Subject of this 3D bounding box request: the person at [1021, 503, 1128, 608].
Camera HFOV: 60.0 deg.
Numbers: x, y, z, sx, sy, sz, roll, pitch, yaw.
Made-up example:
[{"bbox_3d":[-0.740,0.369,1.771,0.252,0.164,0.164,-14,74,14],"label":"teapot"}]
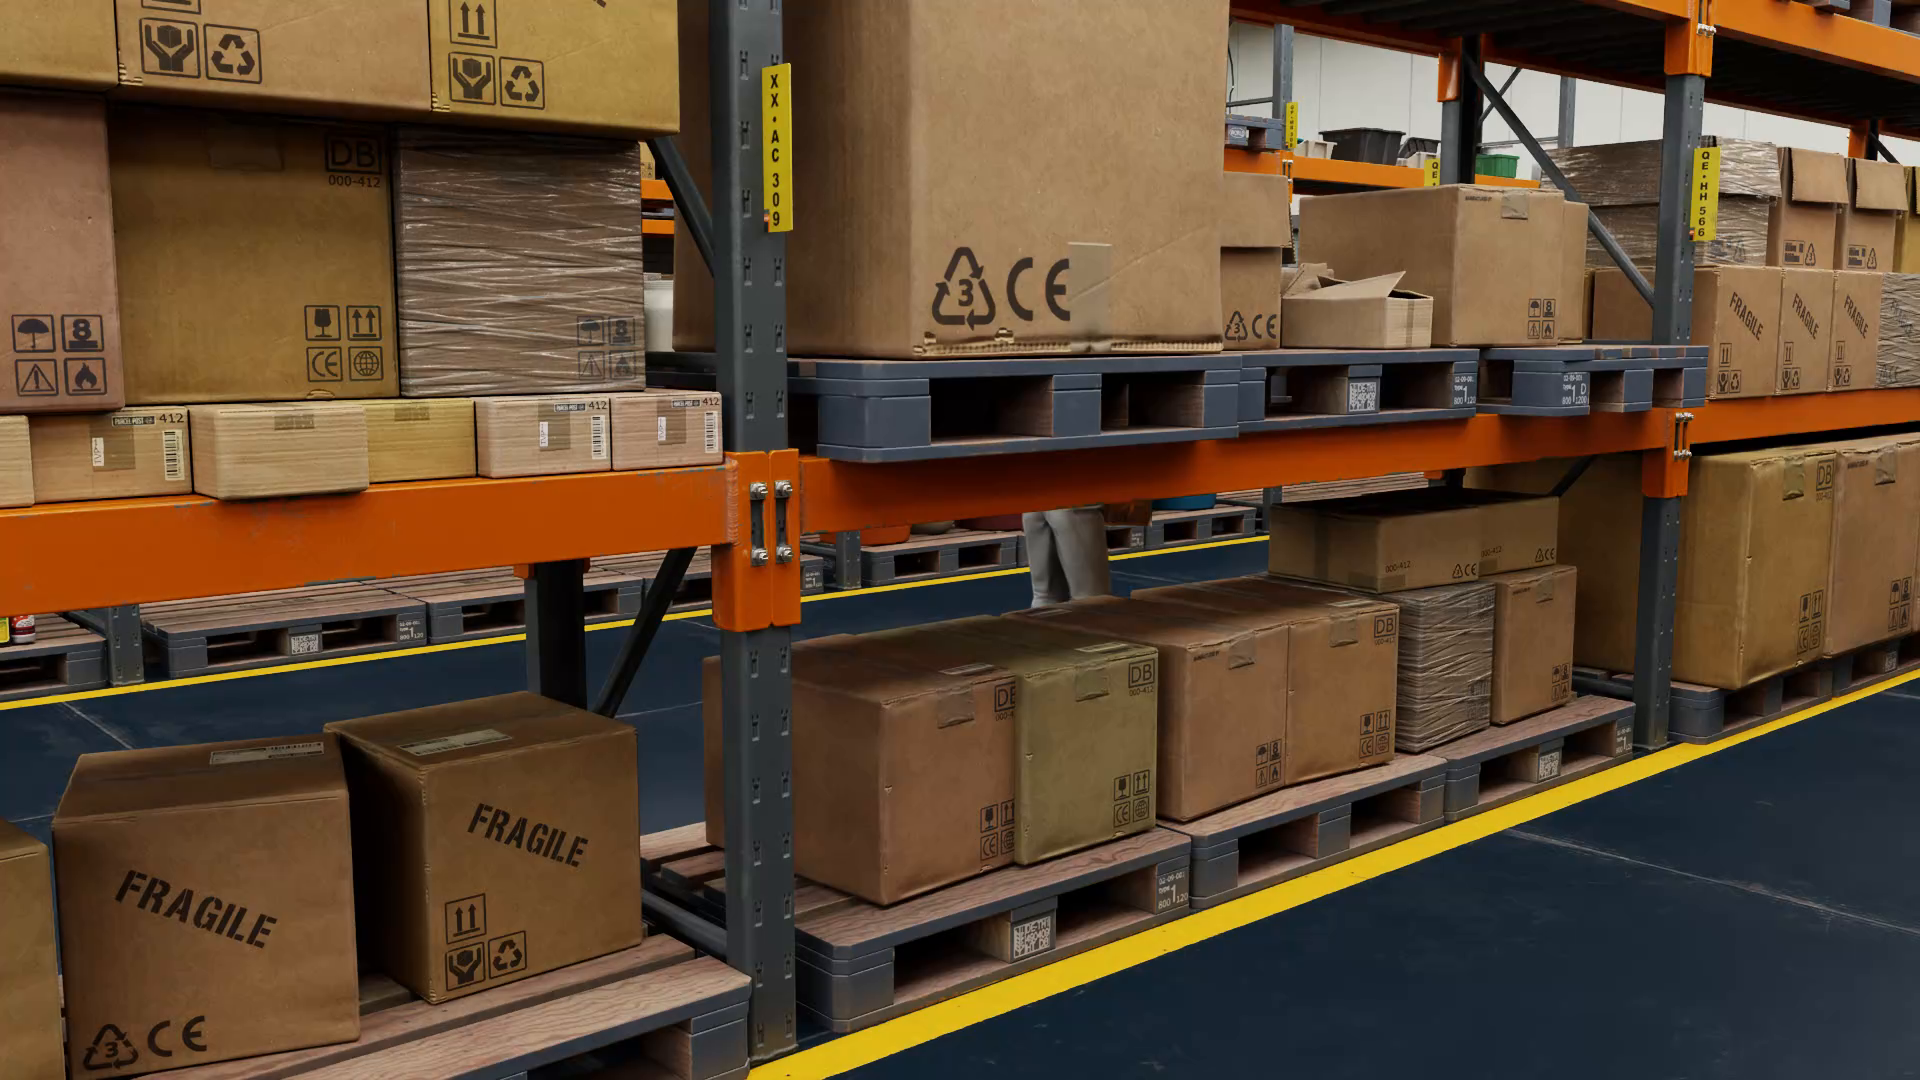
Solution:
[{"bbox_3d":[0.429,-0.101,6.623,0.373,1.657,0.467,-7,10,-42],"label":"person"}]
